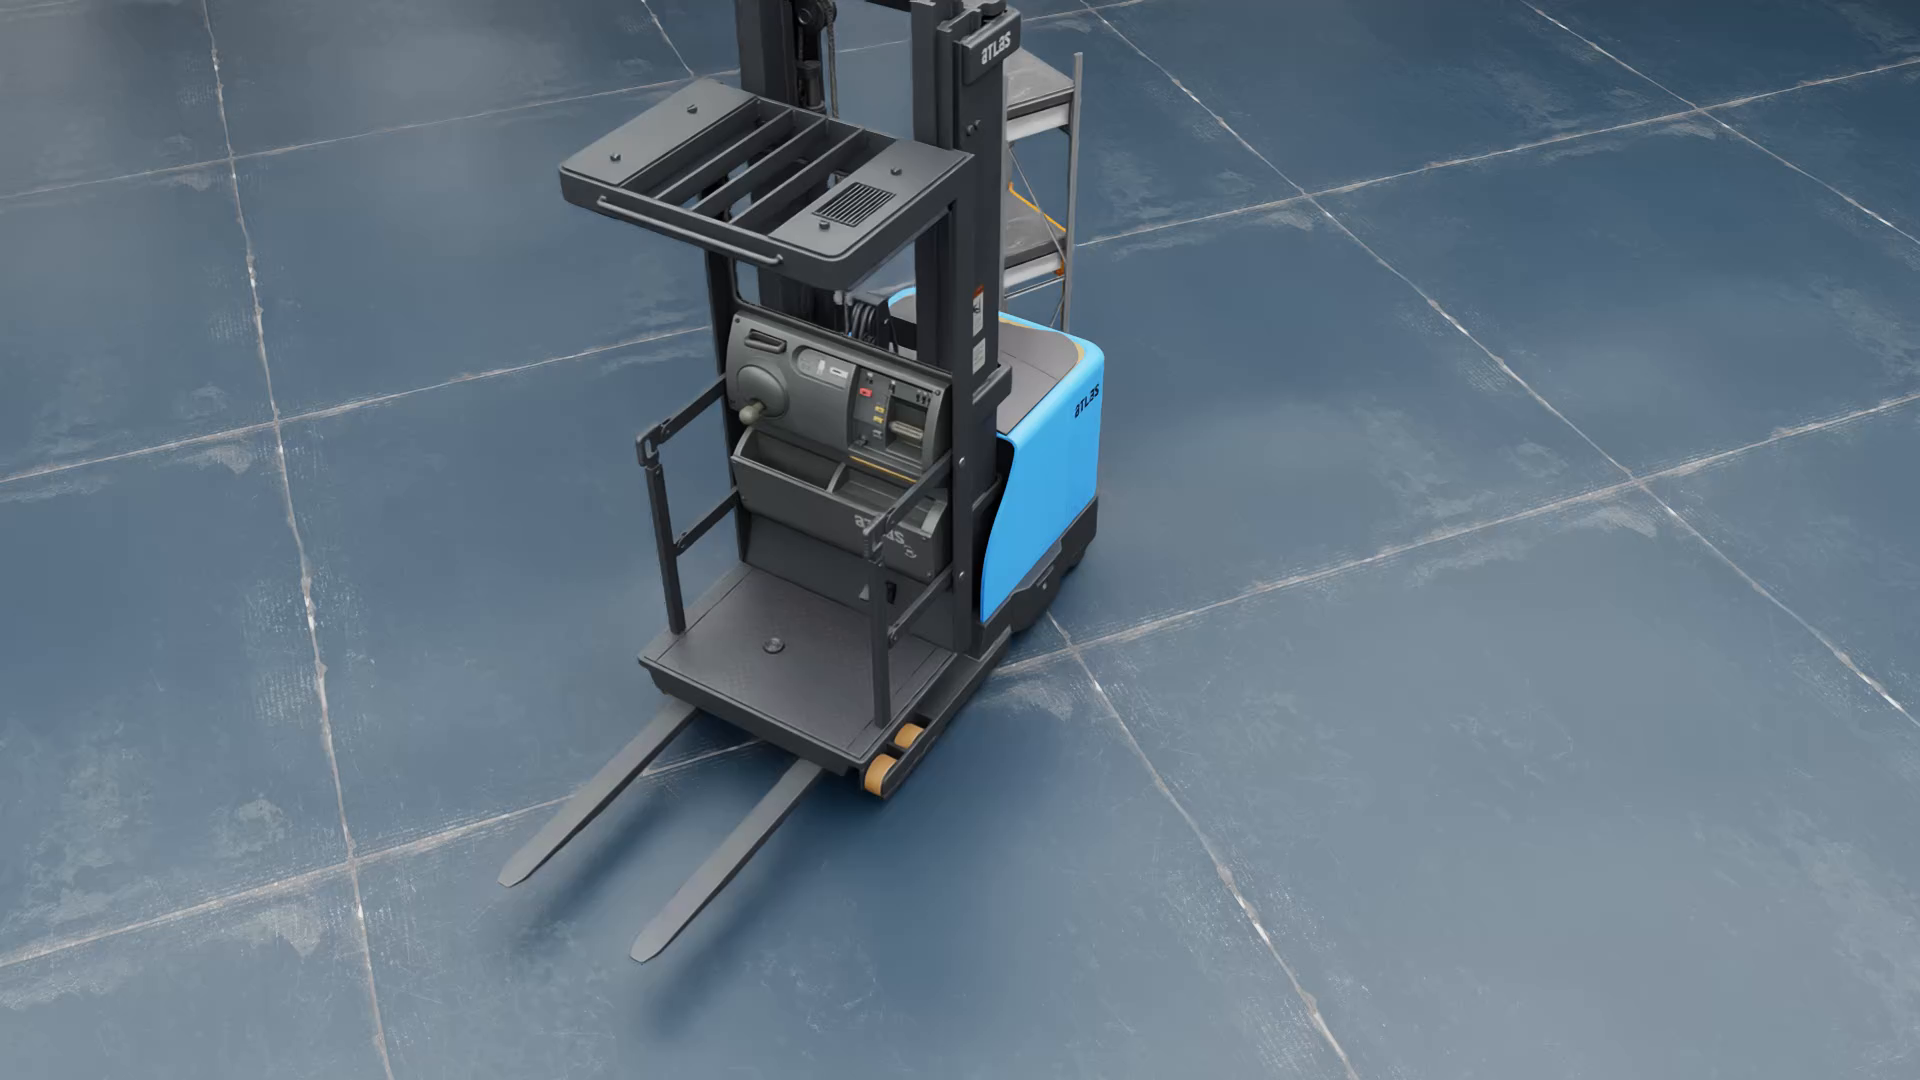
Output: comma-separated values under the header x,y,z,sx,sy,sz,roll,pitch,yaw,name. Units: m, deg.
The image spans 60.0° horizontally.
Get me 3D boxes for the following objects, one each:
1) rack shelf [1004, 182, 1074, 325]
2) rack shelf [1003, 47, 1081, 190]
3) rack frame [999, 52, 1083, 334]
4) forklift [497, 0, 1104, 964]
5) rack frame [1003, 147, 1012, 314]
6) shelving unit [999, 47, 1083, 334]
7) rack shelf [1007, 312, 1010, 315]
x,y,z,sx,sy,sz,roll,pitch,yaw,name
0.194,-1.234,7.514,0.431,0.518,0.480,-23,46,-24,rack shelf
0.194,-1.765,7.058,0.431,0.518,0.480,-23,46,-24,rack shelf
0.326,-1.110,7.350,0.400,2.100,0.015,-23,46,-24,rack frame
-0.576,-0.458,5.953,1.130,2.935,3.031,22,45,23,forklift
0.062,-1.378,7.661,0.400,2.100,0.015,-23,46,-24,rack frame
0.194,-1.244,7.505,0.431,2.100,0.503,-23,46,-24,shelving unit
0.194,-0.703,7.970,0.431,0.518,0.480,-23,46,-24,rack shelf
